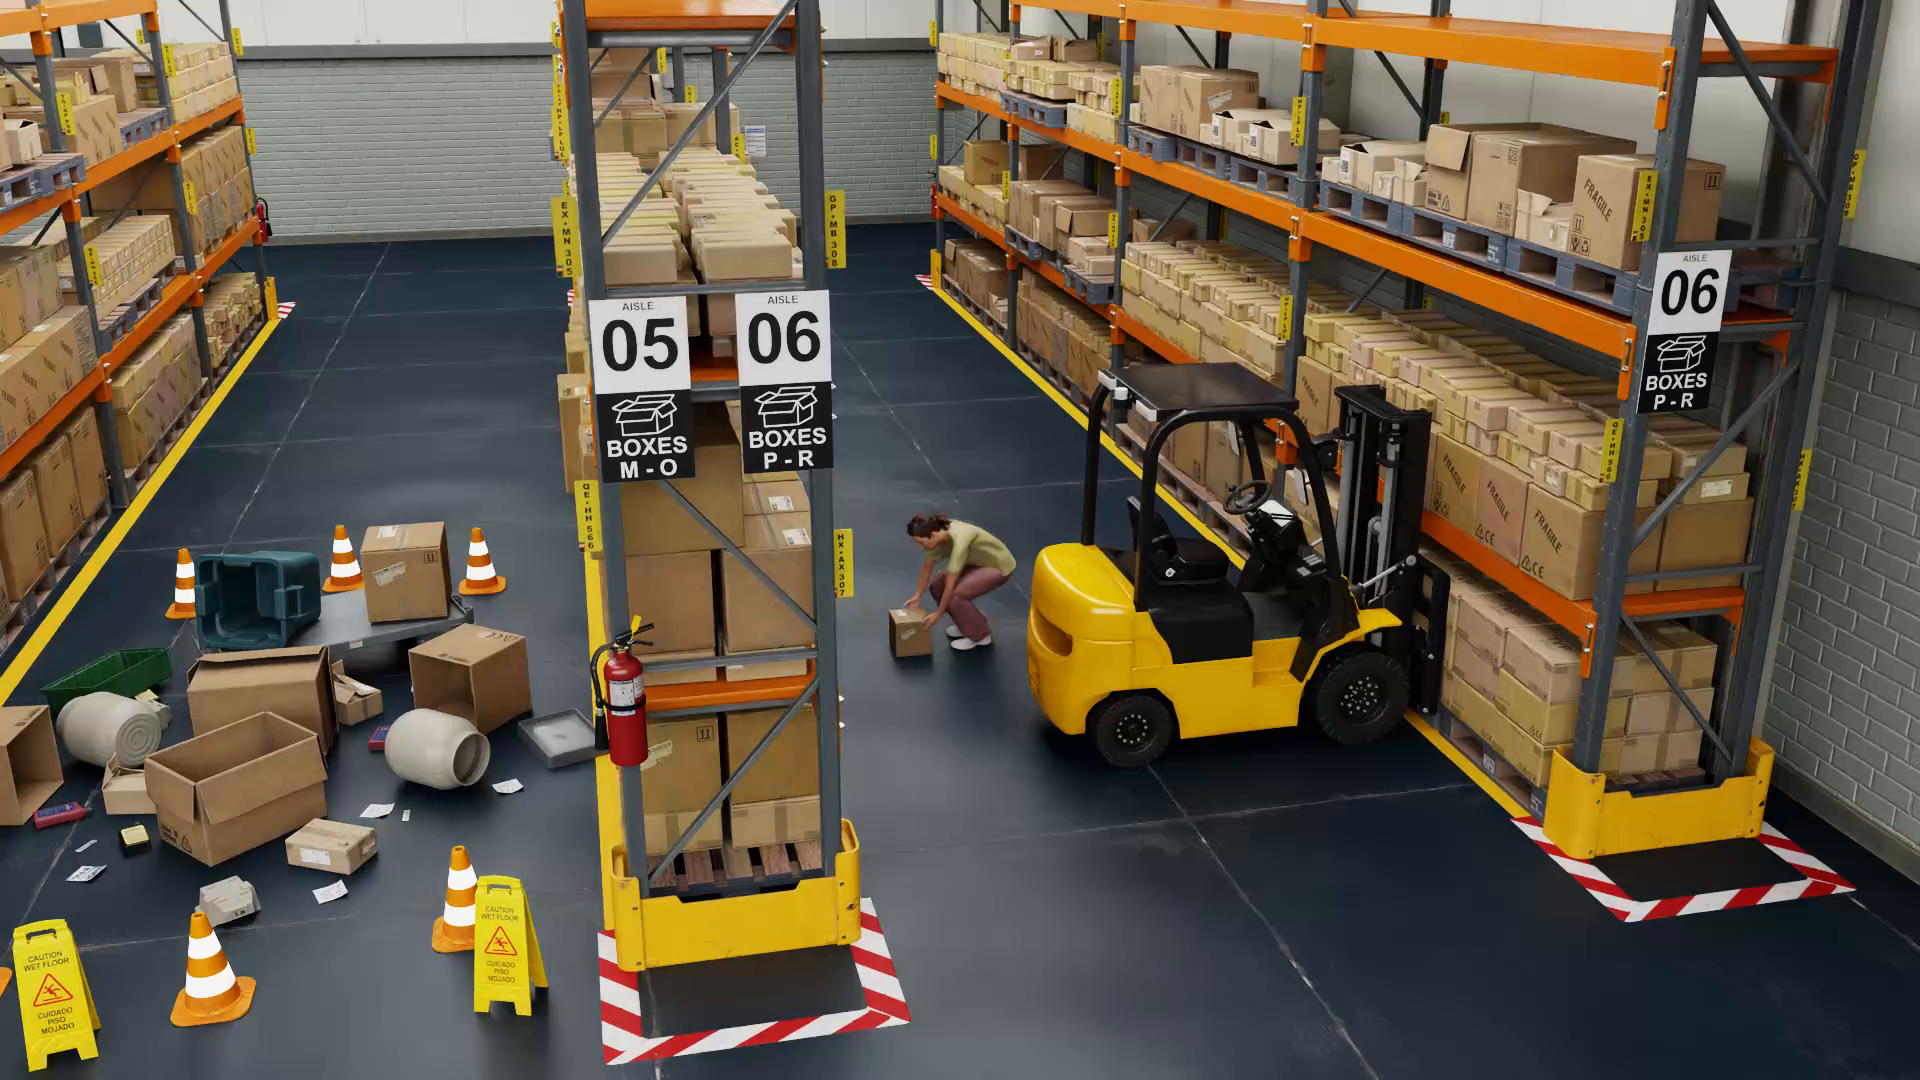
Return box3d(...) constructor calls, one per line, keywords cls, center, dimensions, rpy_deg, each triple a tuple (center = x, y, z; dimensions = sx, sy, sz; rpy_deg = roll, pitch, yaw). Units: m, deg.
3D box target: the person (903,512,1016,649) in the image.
box3d(cls="person", center=(0.007, 0.248, 11.388), dimensions=(0.782, 0.998, 0.494), rpy_deg=(-7, 21, -20))
